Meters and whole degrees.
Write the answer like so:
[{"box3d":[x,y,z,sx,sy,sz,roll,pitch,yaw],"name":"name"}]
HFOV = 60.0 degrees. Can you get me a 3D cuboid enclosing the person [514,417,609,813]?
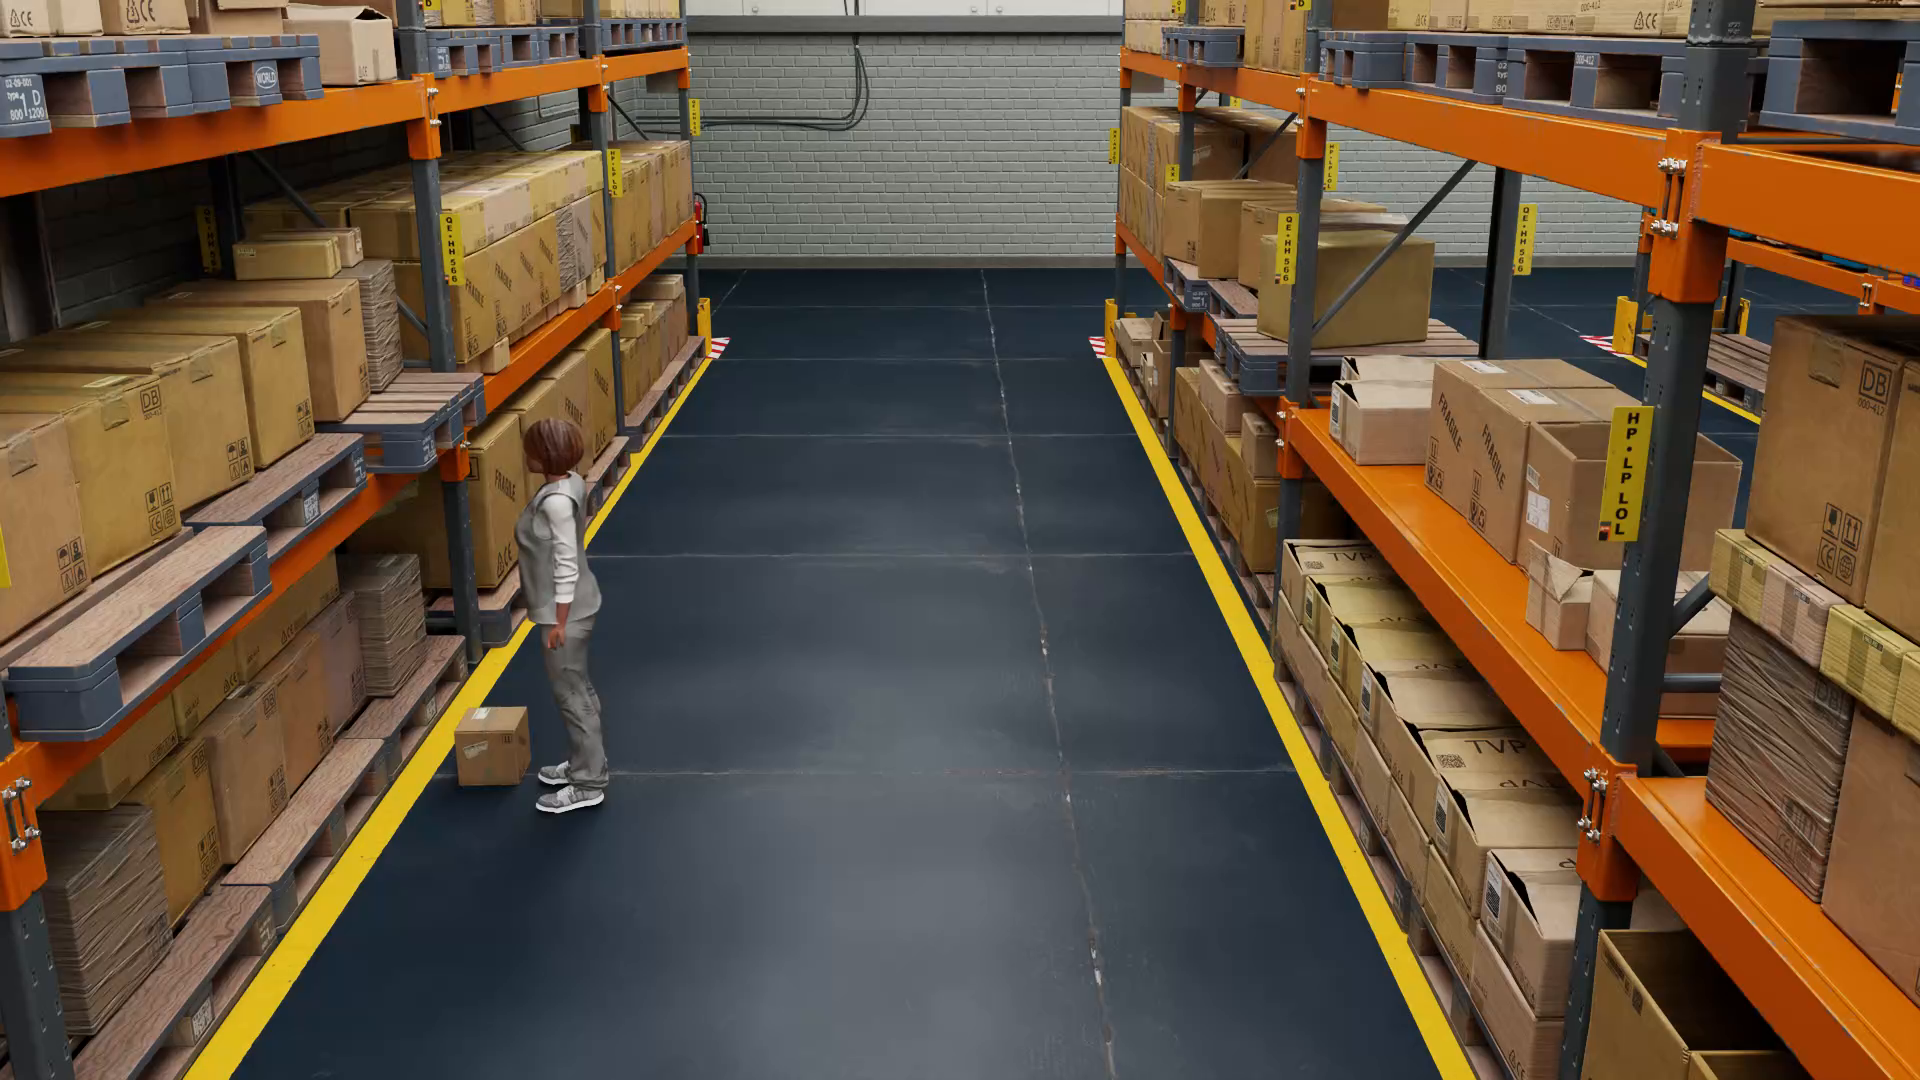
[{"box3d":[-1.586,0.302,6.619,0.324,1.586,0.408,-3,18,-8],"name":"person"}]
